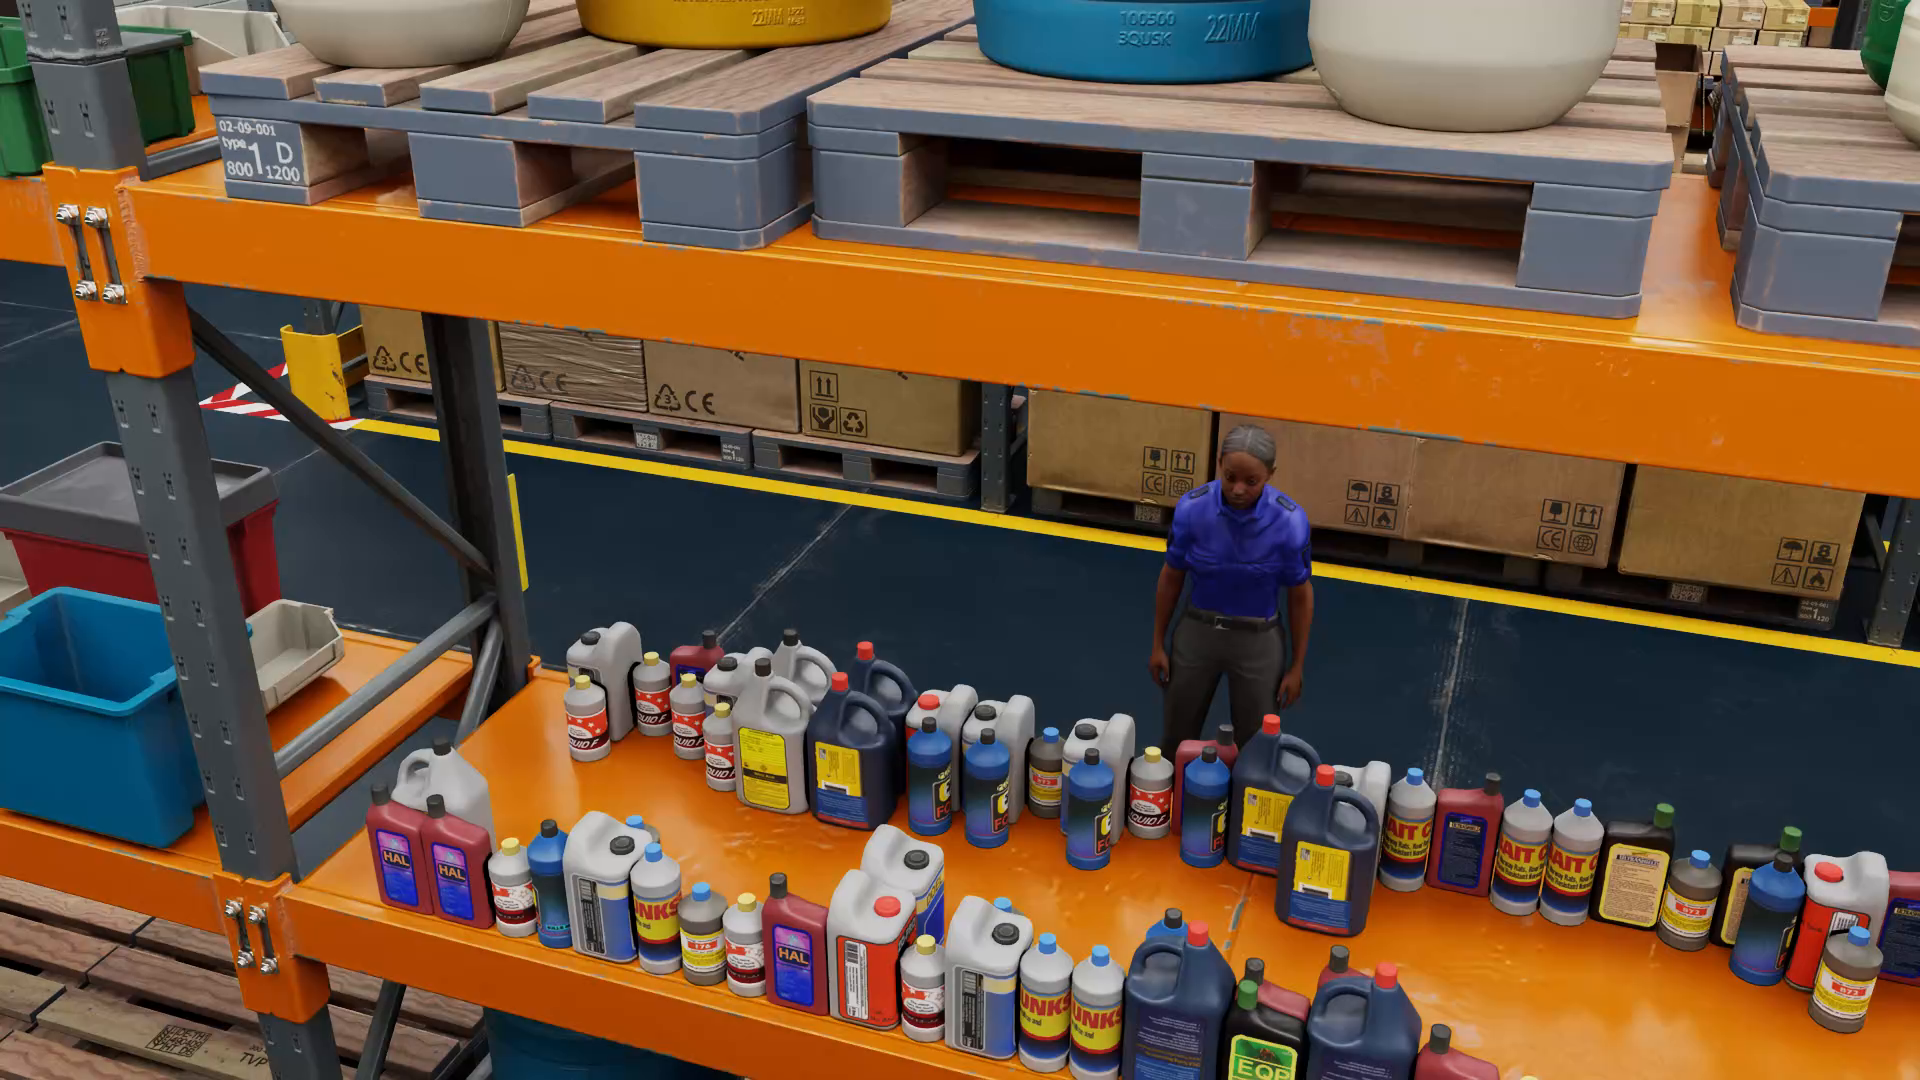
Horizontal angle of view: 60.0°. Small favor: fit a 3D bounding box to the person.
[{"bbox_3d":[0.853,0.378,5.354,0.518,1.640,0.352,8,27,16],"label":"person"}]
